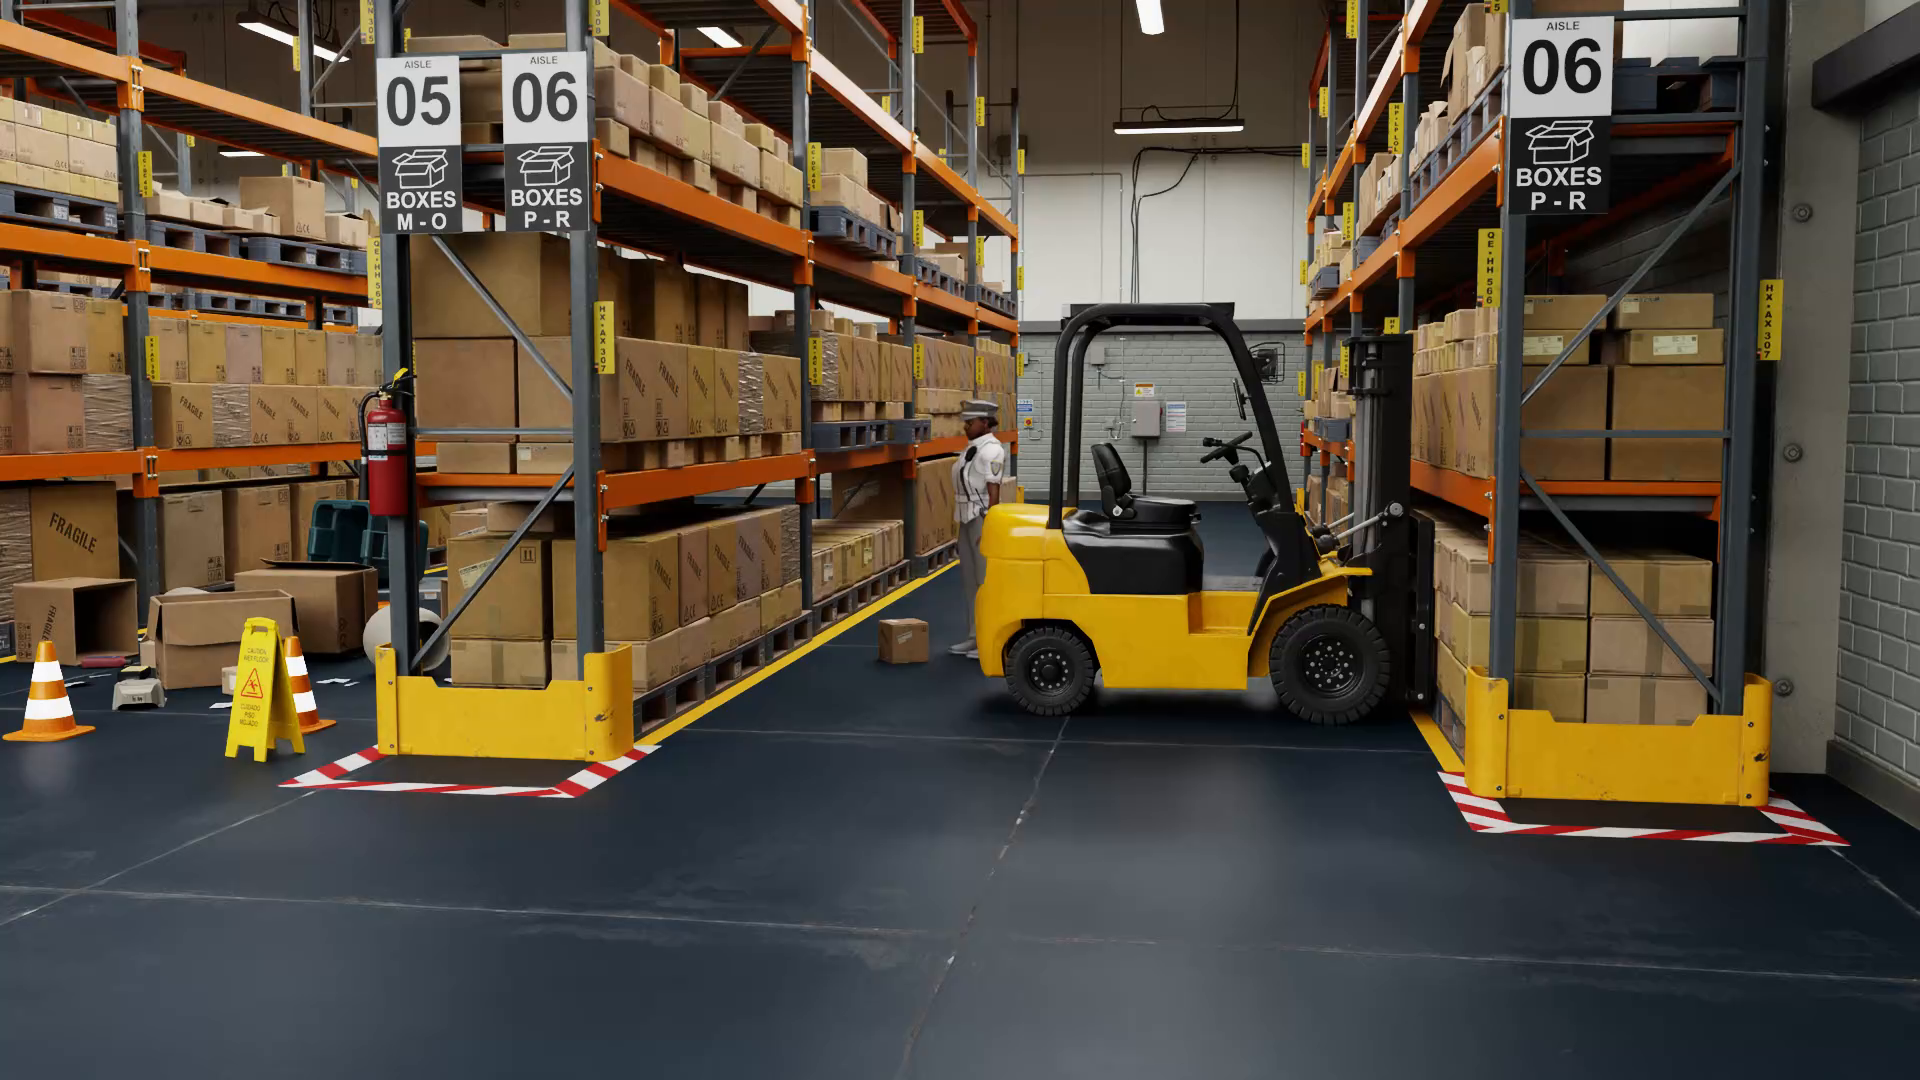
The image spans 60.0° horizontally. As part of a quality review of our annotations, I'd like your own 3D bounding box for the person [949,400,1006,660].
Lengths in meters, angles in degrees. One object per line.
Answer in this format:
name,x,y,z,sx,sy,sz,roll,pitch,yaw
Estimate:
person,0.123,-0.071,10.770,0.343,1.667,0.440,-2,5,-22
